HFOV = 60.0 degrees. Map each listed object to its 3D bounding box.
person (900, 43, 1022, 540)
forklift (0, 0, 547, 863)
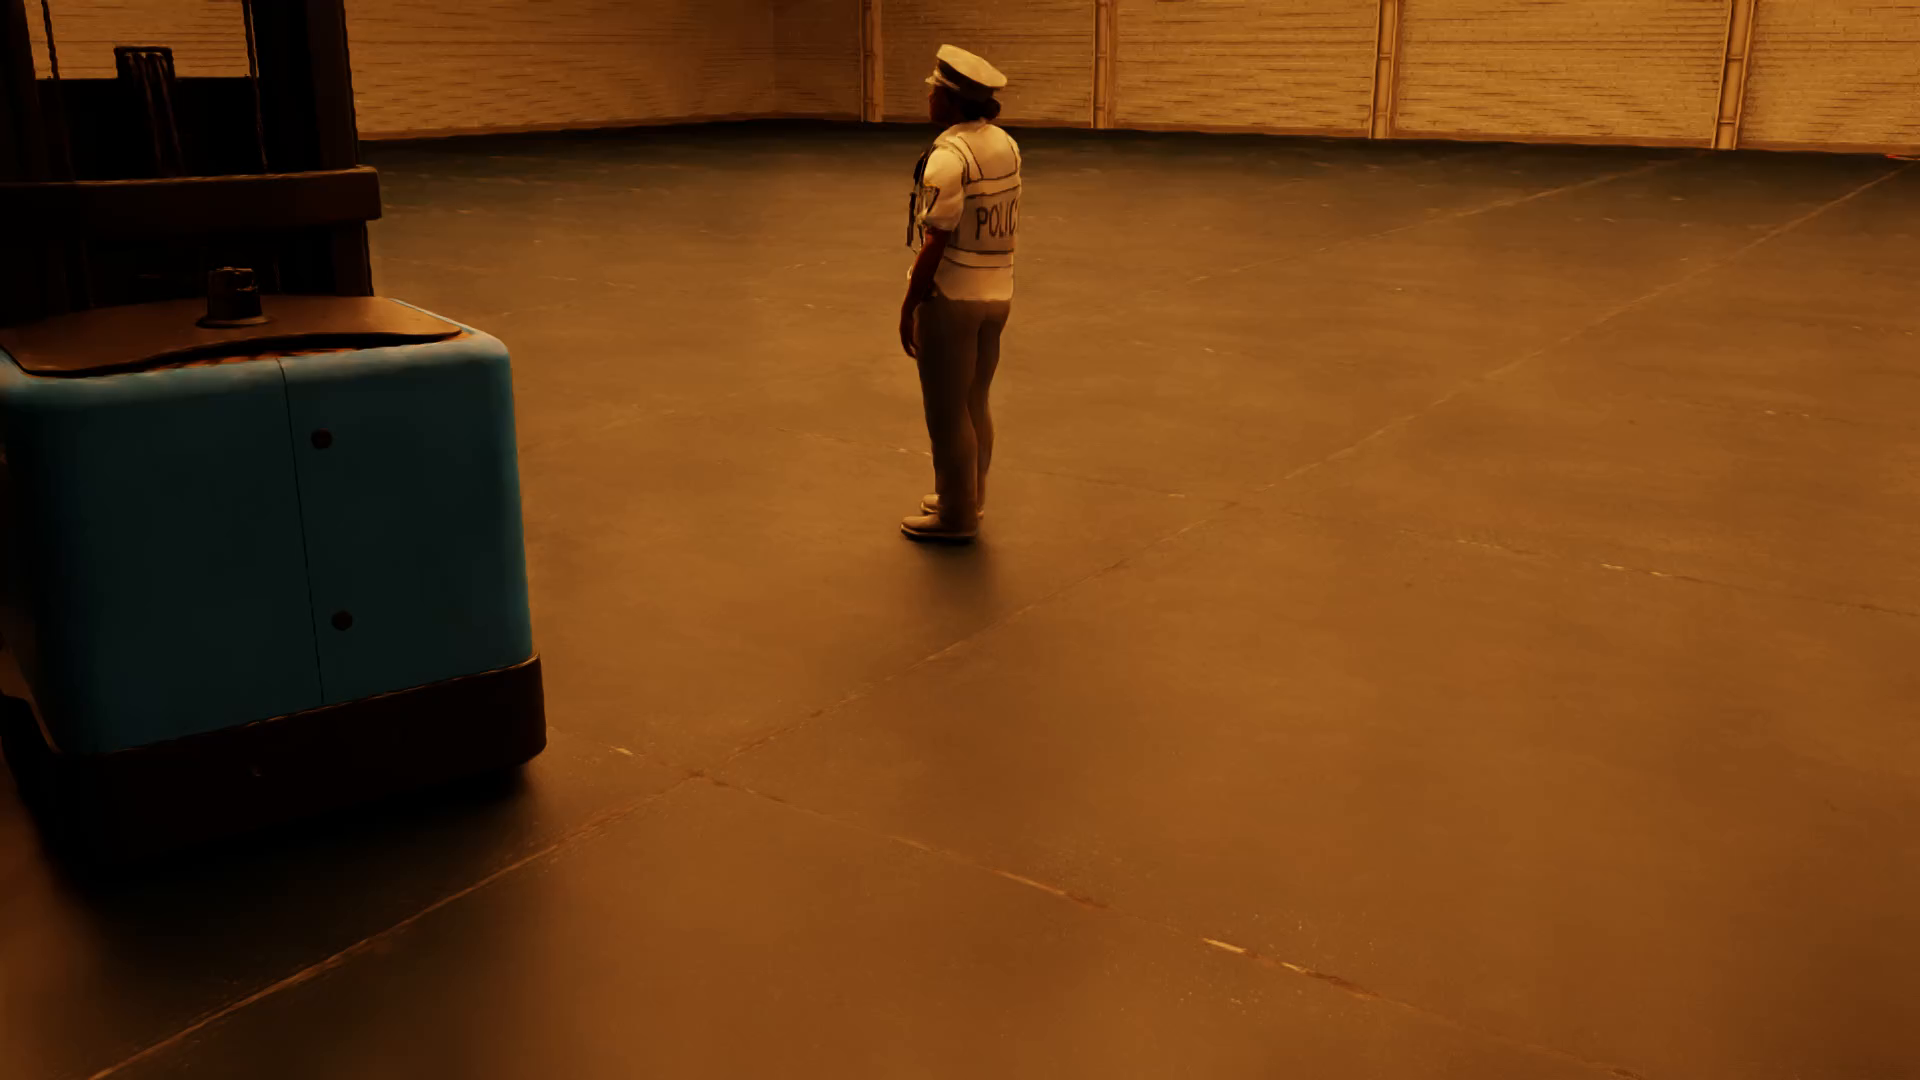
[{"bbox_3d":[-0.051,-0.836,5.760,0.529,1.695,0.570,11,20,33],"label":"person"},{"bbox_3d":[-2.266,-1.092,4.483,1.130,2.935,3.031,-12,20,-34],"label":"forklift"}]
